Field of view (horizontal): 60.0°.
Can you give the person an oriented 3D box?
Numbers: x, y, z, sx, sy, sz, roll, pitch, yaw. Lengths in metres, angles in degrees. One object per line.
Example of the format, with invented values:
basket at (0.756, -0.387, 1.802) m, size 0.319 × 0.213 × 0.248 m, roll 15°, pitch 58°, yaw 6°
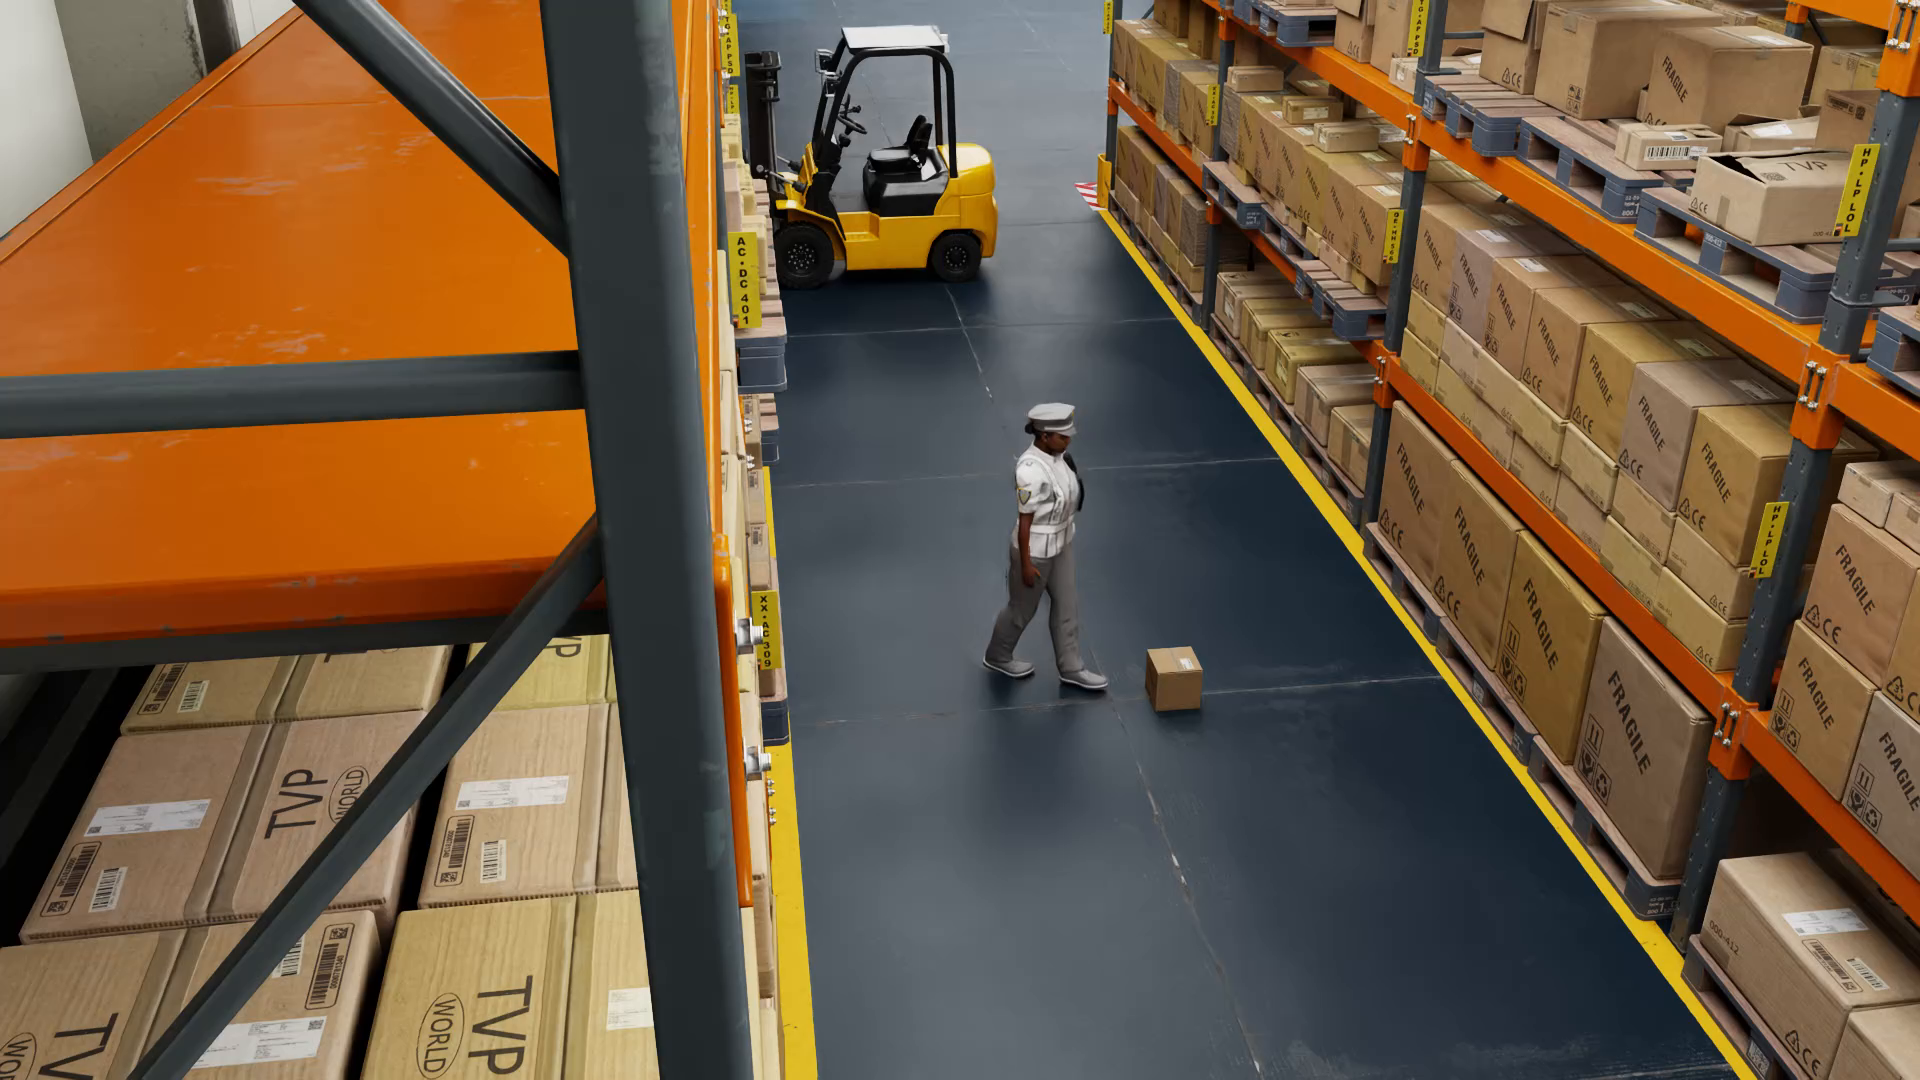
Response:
person at (0.490, 0.047, 8.993) m, size 0.726 × 1.650 × 0.465 m, roll 13°, pitch 30°, yaw 24°
